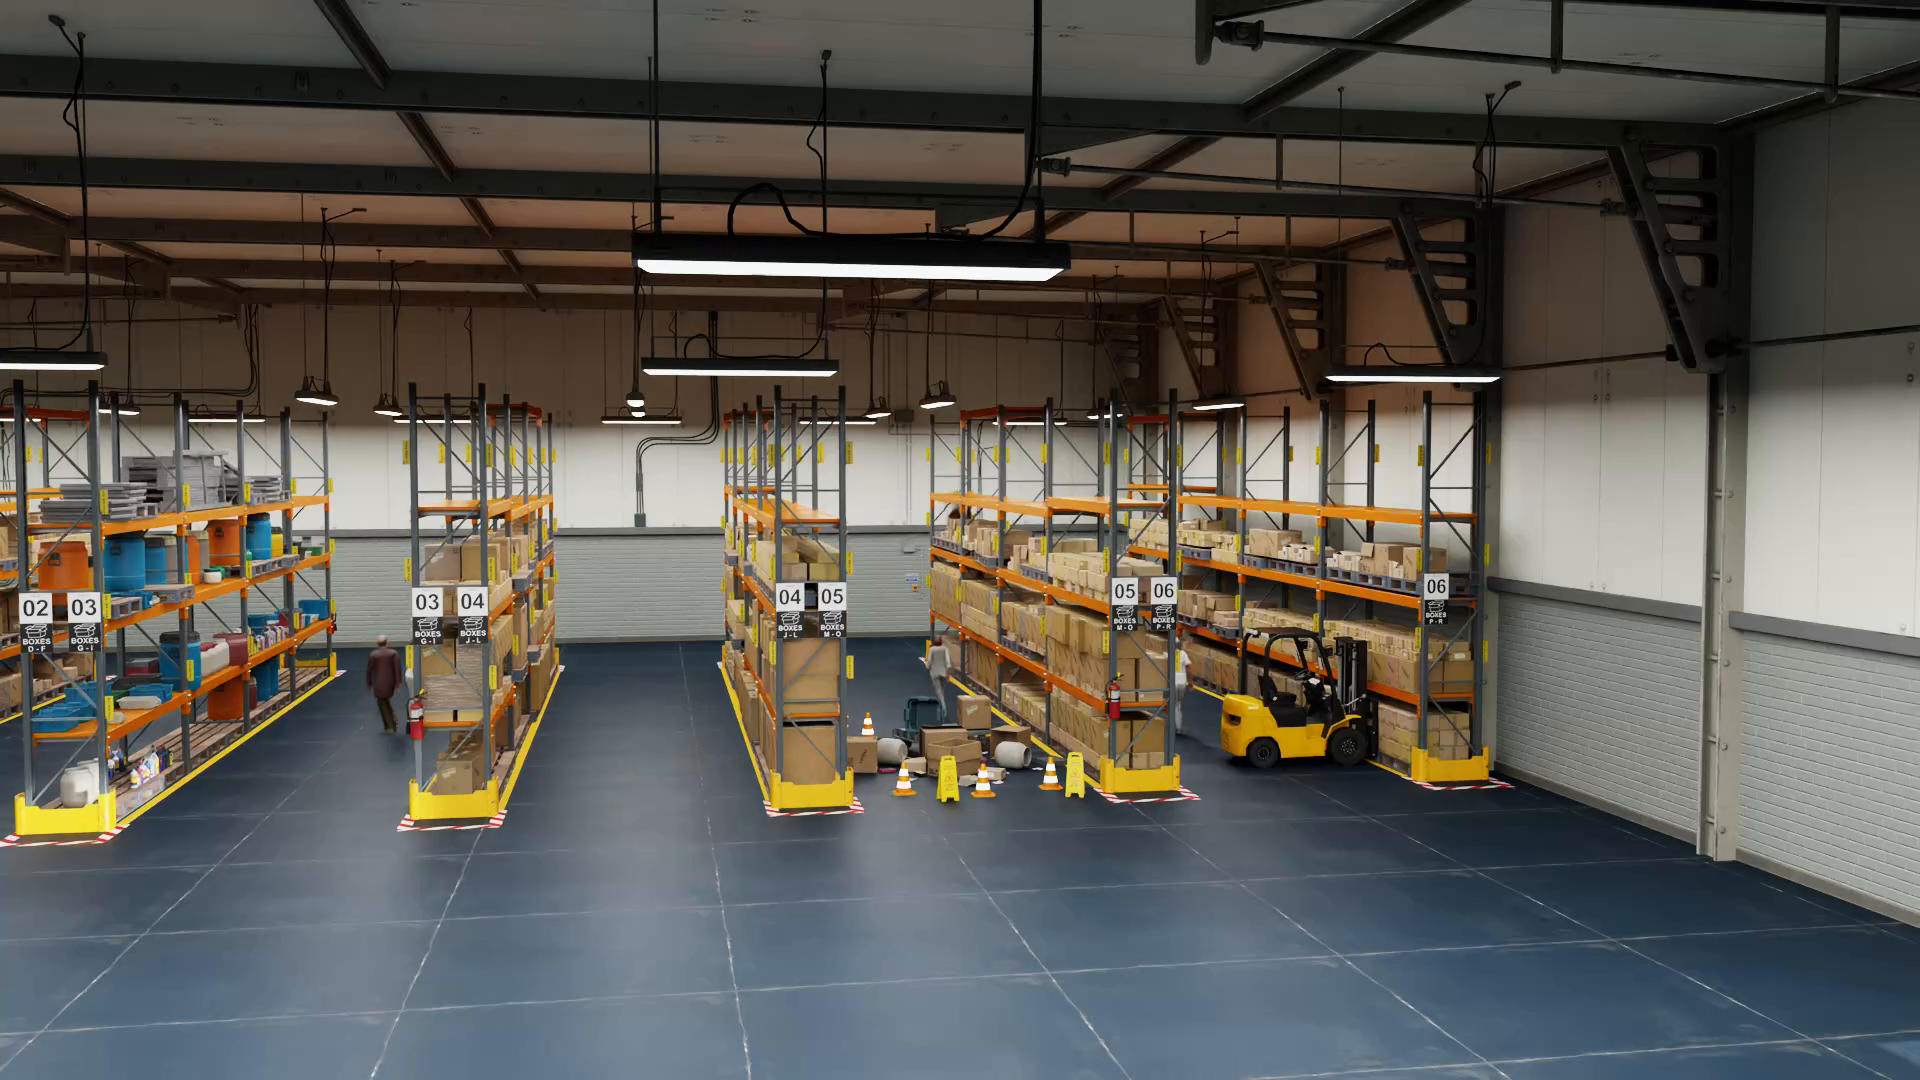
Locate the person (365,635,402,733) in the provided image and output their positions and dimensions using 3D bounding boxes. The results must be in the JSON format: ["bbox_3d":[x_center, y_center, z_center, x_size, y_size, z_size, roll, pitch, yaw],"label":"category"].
[{"bbox_3d":[-10.355,2.607,29.875,0.539,1.819,0.572,1,3,24],"label":"person"}]

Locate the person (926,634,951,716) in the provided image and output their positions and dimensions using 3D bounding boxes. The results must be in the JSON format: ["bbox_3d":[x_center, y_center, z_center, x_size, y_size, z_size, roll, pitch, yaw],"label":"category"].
[{"bbox_3d":[-0.431,2.583,31.923,0.421,1.560,0.876,-1,3,-19],"label":"person"}]

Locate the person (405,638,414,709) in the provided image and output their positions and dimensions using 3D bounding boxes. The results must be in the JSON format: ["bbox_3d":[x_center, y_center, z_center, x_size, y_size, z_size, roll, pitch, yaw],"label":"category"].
[{"bbox_3d":[-10.141,2.598,31.066,0.402,1.669,0.527,0,3,3],"label":"person"}]

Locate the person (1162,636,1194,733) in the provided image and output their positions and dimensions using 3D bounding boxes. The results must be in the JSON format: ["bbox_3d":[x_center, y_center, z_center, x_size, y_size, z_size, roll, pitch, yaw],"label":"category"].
[{"bbox_3d":[3.884,2.639,30.148,0.650,1.812,0.745,-1,3,-13],"label":"person"}]
